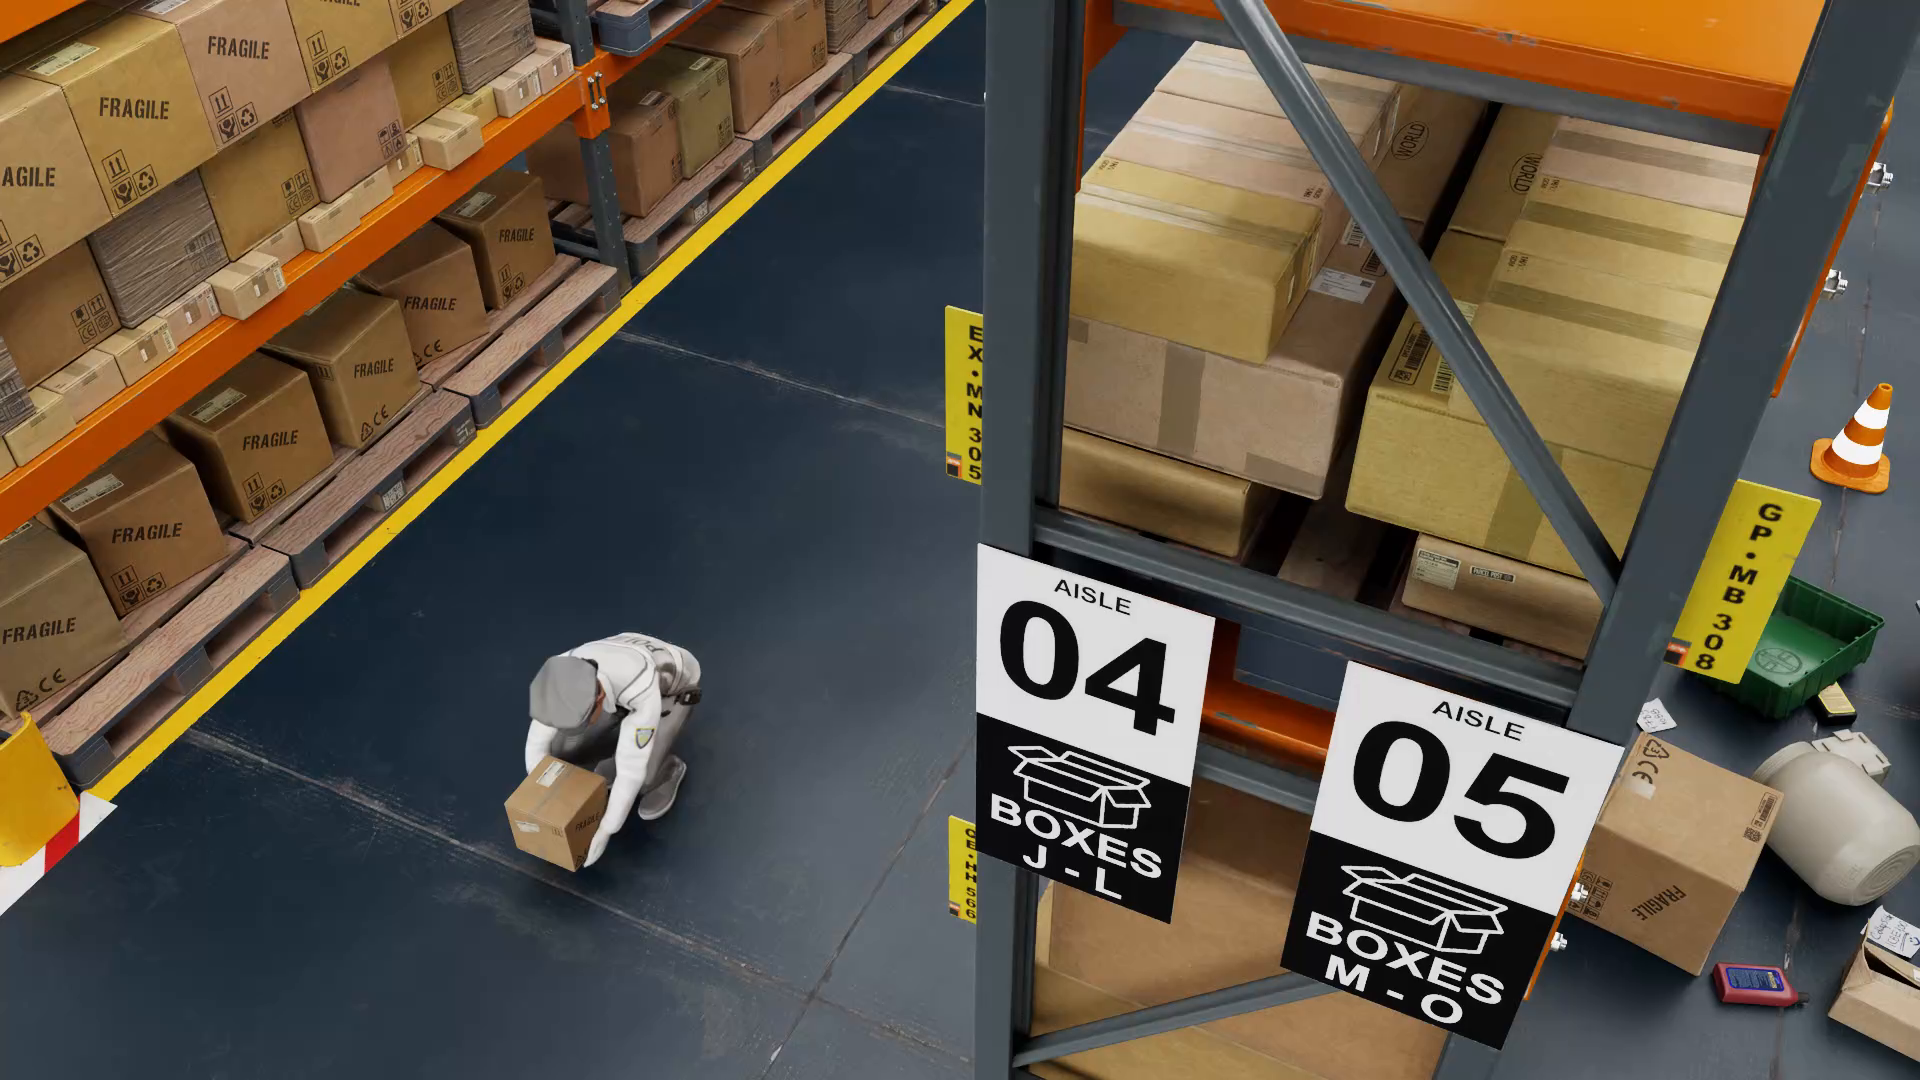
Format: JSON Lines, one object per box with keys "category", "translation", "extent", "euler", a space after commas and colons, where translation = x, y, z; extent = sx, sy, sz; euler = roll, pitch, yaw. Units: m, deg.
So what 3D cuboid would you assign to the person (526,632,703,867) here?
{"category": "person", "translation": [-1.256, 0.644, 5.985], "extent": [0.491, 0.959, 0.832], "euler": [18, 45, 18]}
